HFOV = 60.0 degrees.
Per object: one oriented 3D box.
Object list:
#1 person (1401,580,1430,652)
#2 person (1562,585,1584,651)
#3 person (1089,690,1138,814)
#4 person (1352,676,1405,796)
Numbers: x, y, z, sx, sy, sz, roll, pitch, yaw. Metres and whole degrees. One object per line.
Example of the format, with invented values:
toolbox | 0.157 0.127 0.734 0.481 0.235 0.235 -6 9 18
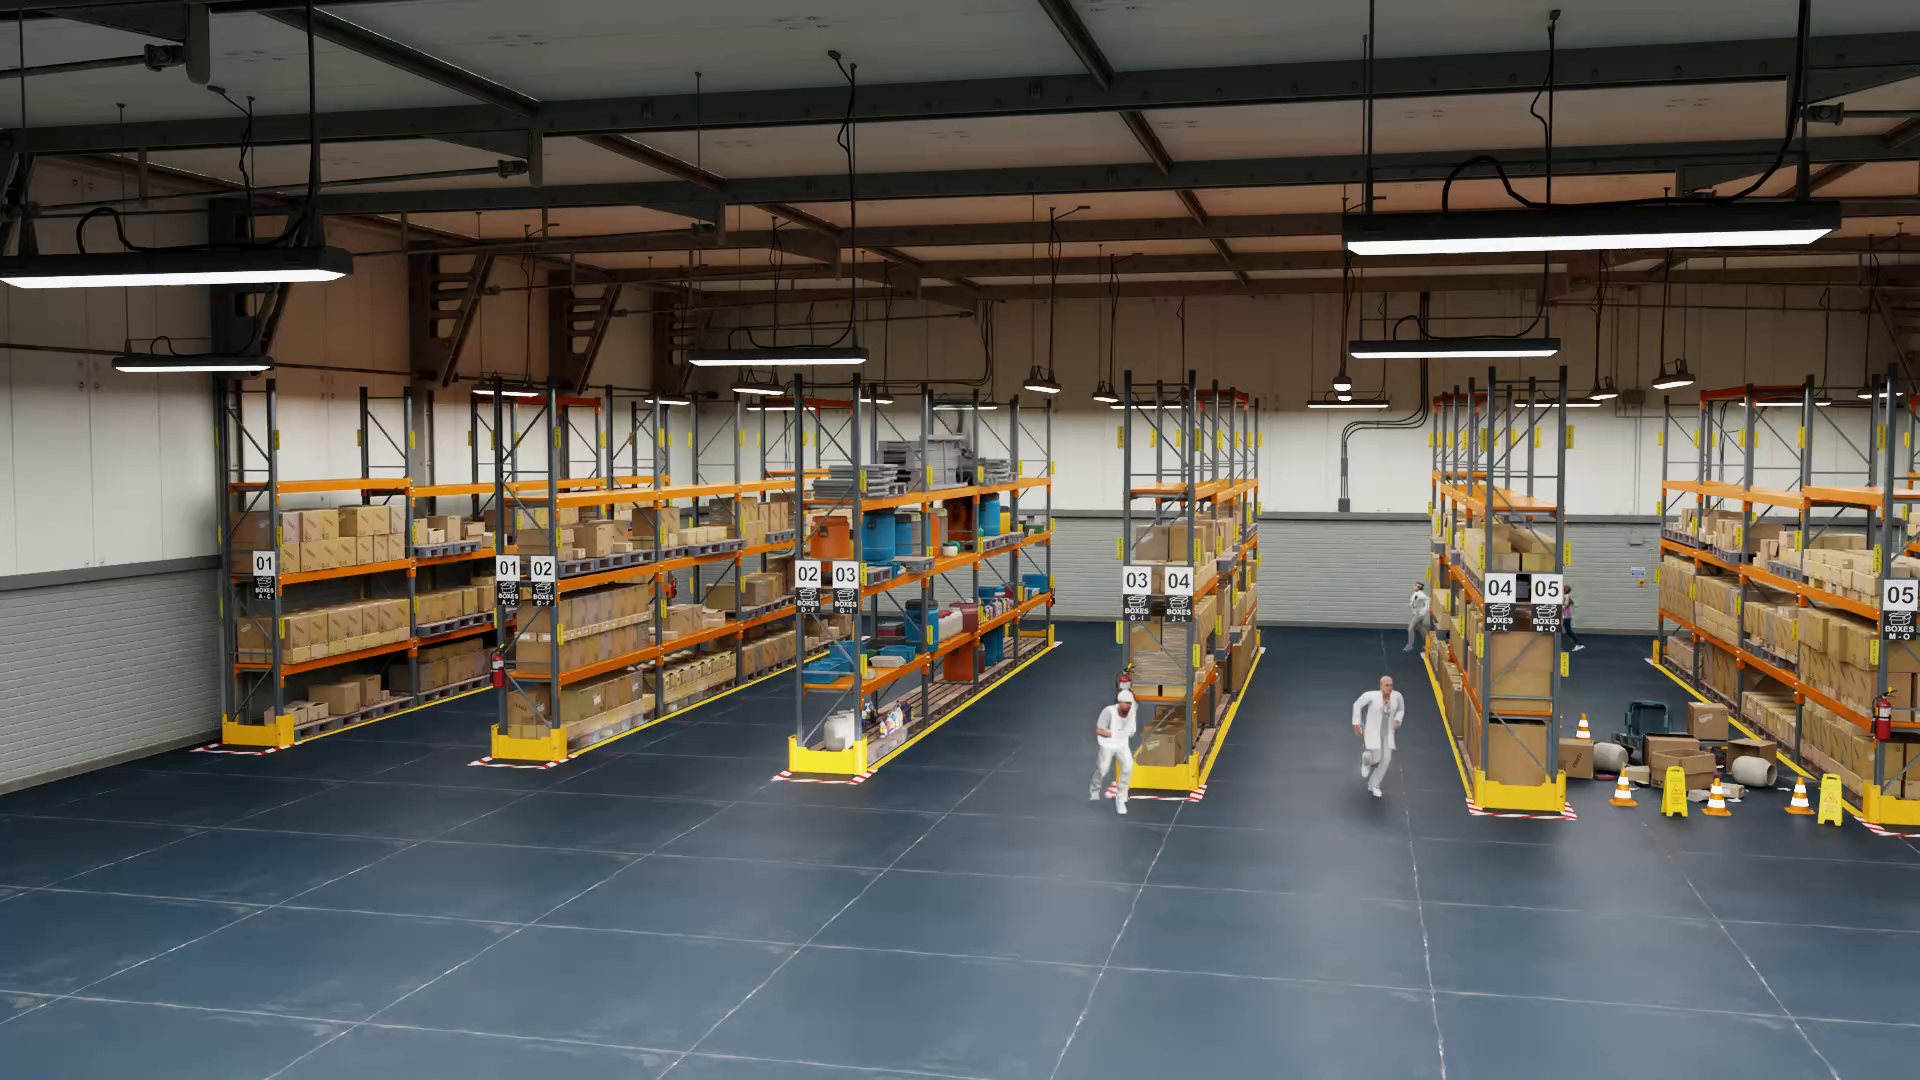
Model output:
person | 10.834 1.807 39.228 0.775 1.734 0.635 0 3 2
person | 14.189 1.850 38.940 0.809 1.623 0.523 0 3 8
person | 2.078 2.840 22.520 0.726 1.720 1.007 -2 4 -25
person | 5.927 2.754 23.562 0.701 1.711 0.794 -1 4 -13
